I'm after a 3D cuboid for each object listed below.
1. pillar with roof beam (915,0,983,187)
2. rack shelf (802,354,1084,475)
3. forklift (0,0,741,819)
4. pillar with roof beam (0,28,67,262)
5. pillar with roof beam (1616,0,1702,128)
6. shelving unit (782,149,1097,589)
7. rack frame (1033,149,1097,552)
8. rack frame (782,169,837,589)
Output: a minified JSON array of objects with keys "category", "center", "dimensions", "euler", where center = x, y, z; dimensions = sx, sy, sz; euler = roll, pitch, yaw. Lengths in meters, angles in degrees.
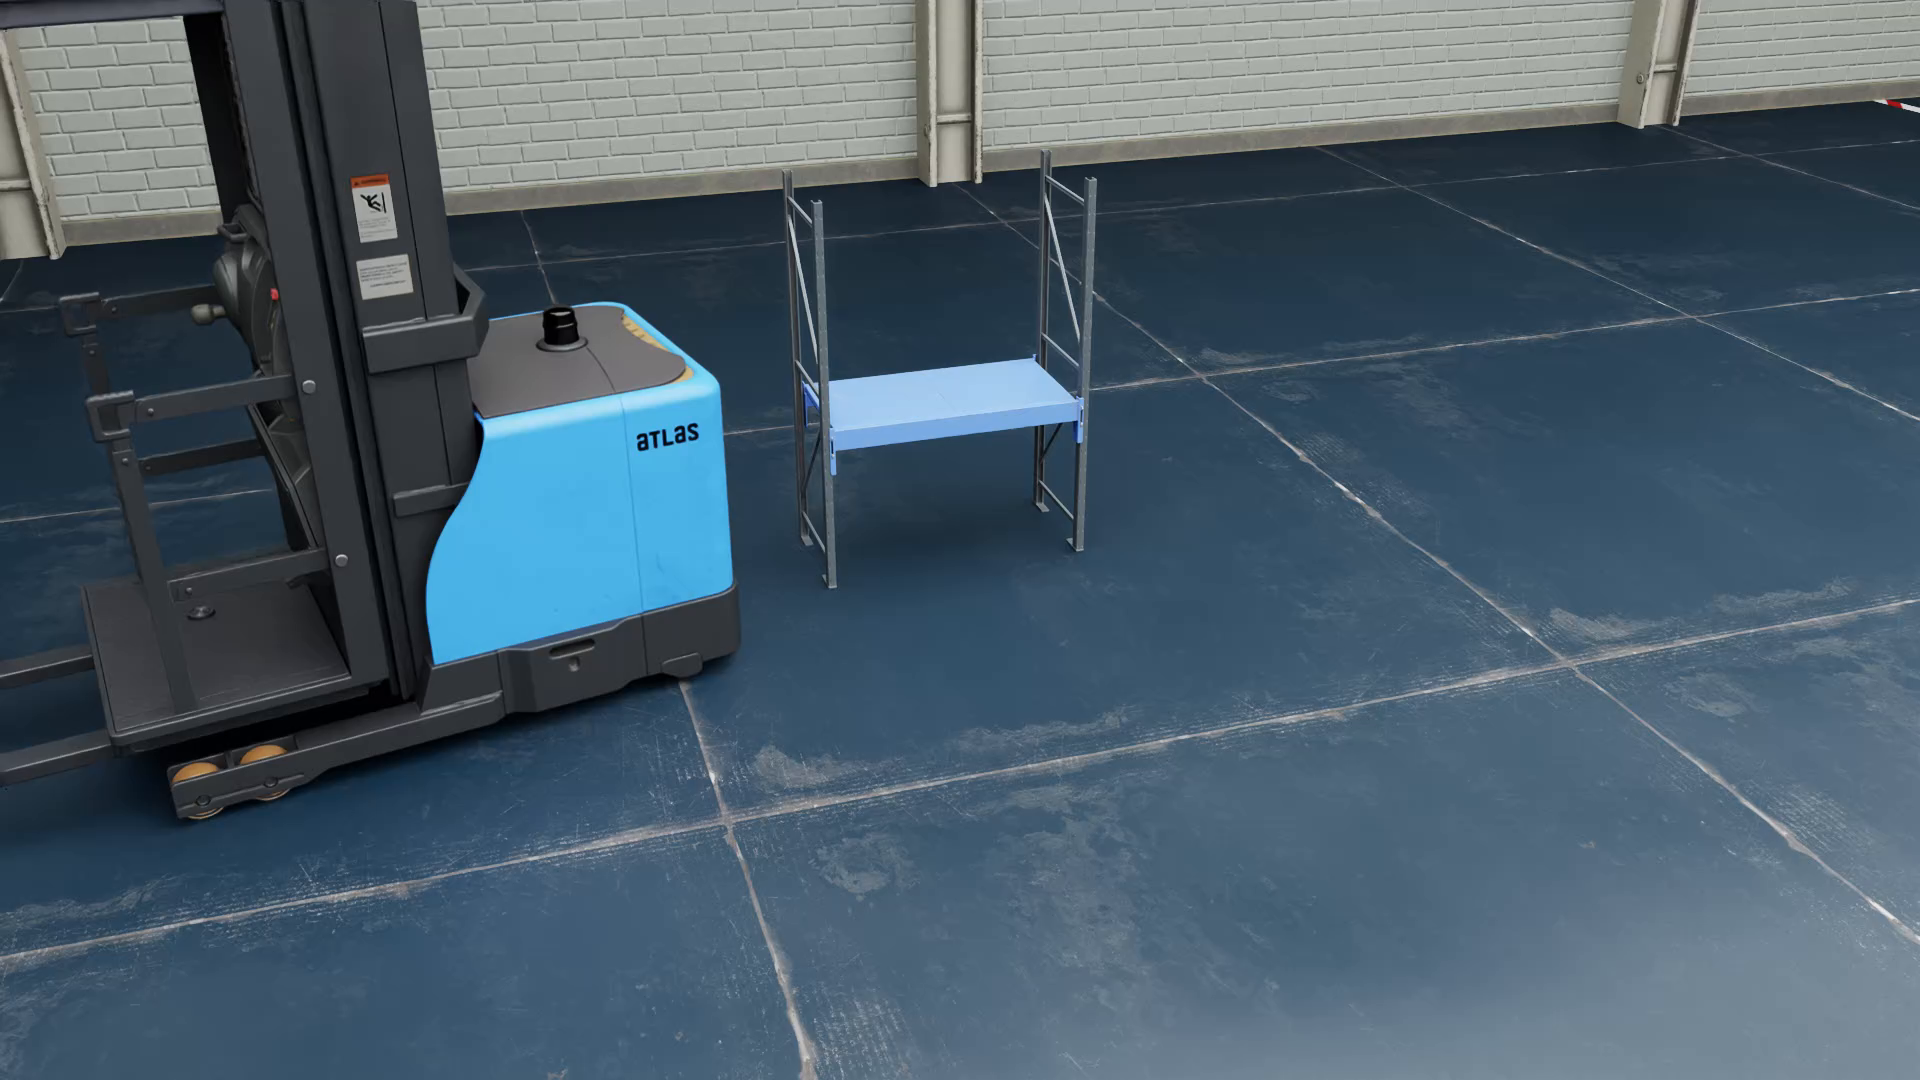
[{"category":"pillar with roof beam","center":[1.258,-4.807,6.313],"dimensions":[0.400,9.000,9.100],"euler":[-8,28,-16]},{"category":"rack shelf","center":[-0.081,-0.499,6.473],"dimensions":[1.000,0.185,0.538],"euler":[-8,28,-16]},{"category":"forklift","center":[-2.307,-0.736,4.936],"dimensions":[3.031,2.935,1.130],"euler":[-14,30,-26]},{"category":"pillar with roof beam","center":[-4.447,-3.981,4.649],"dimensions":[0.400,9.000,9.100],"euler":[-8,28,-16]},{"category":"pillar with roof beam","center":[6.963,-5.633,7.978],"dimensions":[0.400,9.000,9.100],"euler":[-8,28,-16]},{"category":"shelving unit","center":[-0.081,-0.660,6.393],"dimensions":[1.048,1.500,0.538],"euler":[-8,28,-16]},{"category":"rack frame","center":[0.402,-0.730,6.534],"dimensions":[0.032,1.500,0.500],"euler":[-8,28,-16]},{"category":"rack frame","center":[-0.564,-0.590,6.252],"dimensions":[0.032,1.500,0.500],"euler":[-8,28,-16]}]
